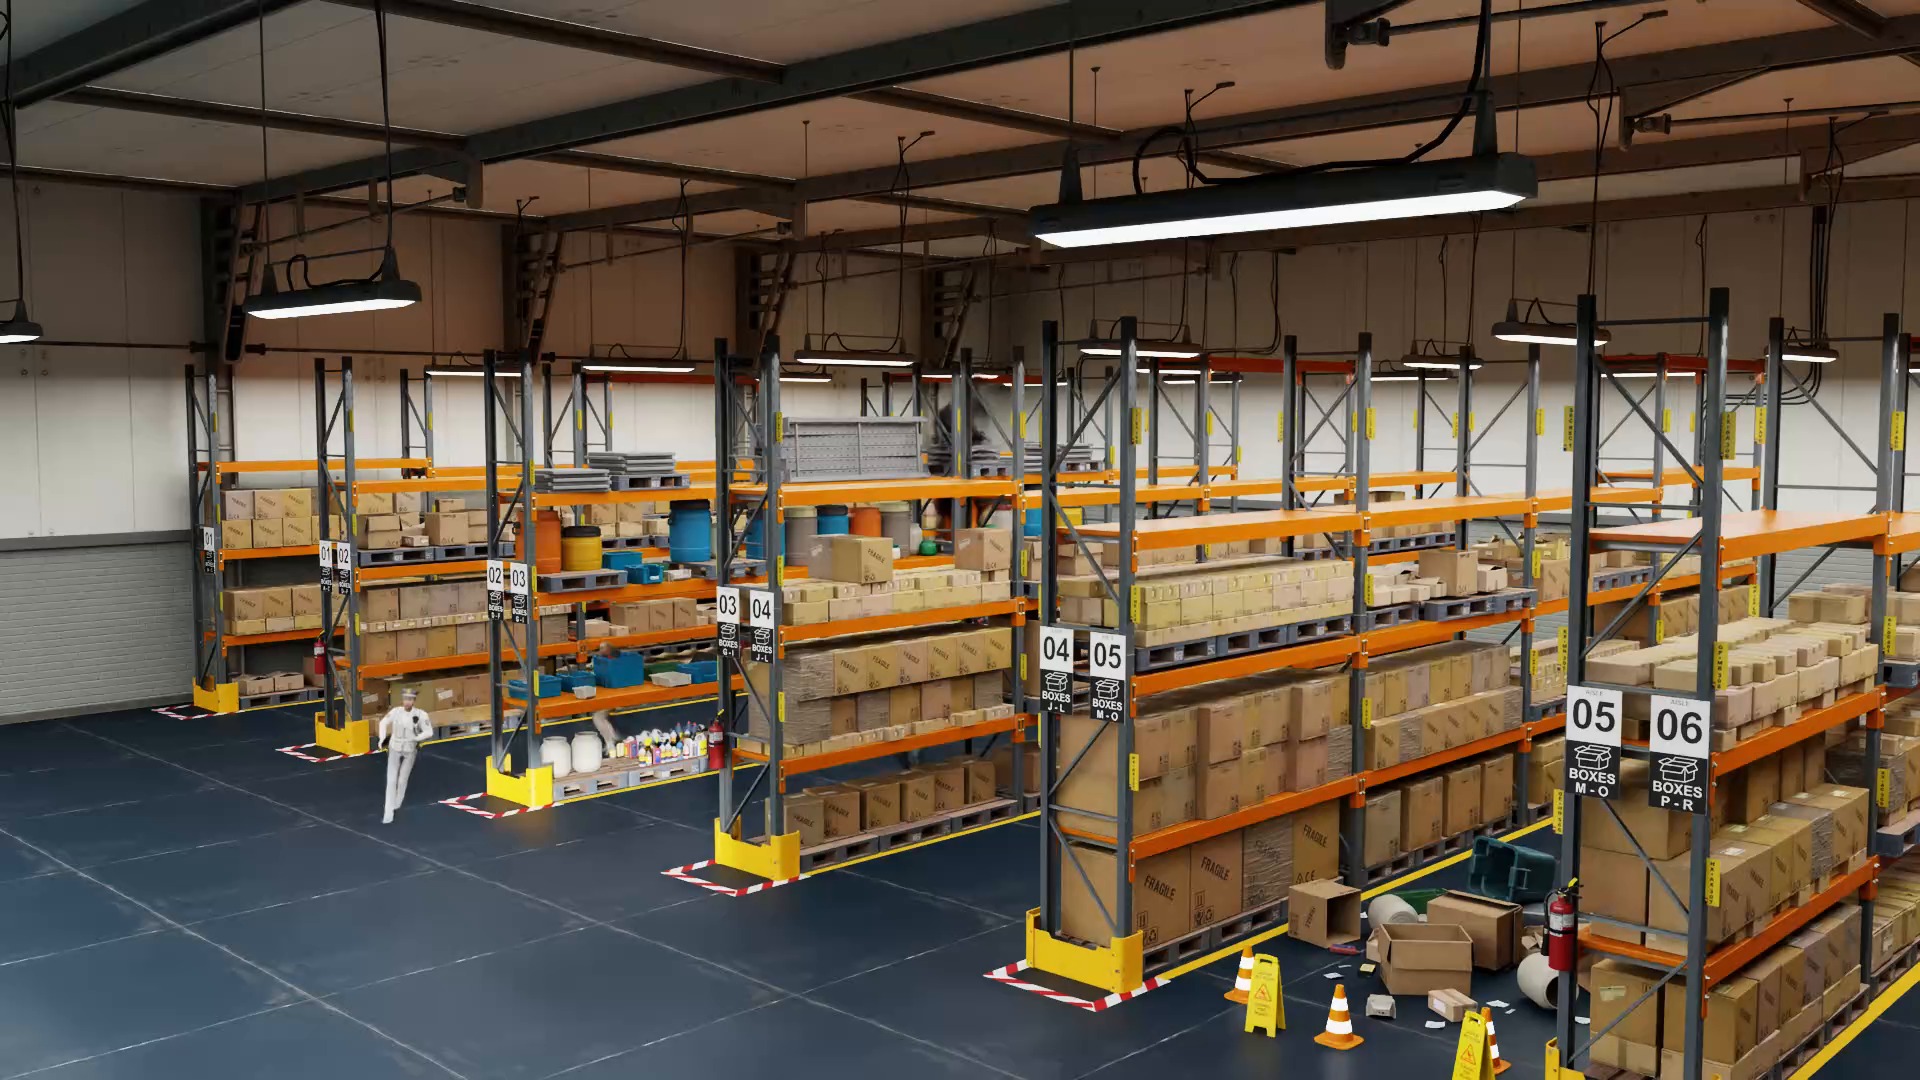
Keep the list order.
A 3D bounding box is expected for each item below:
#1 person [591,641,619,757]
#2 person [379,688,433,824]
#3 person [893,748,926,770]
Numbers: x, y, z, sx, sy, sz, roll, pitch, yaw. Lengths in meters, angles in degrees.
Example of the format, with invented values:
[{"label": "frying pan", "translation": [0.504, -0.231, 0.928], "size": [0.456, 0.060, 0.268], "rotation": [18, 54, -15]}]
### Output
[{"label": "person", "translation": [-5.381, 2.406, 25.031], "size": [0.643, 1.754, 0.676], "rotation": [4, 6, 41]}, {"label": "person", "translation": [-7.093, 2.708, 21.304], "size": [0.667, 1.669, 0.792], "rotation": [-1, 4, -12]}, {"label": "person", "translation": [-0.665, 2.538, 22.773], "size": [0.692, 1.739, 0.660], "rotation": [3, 5, 30]}]
